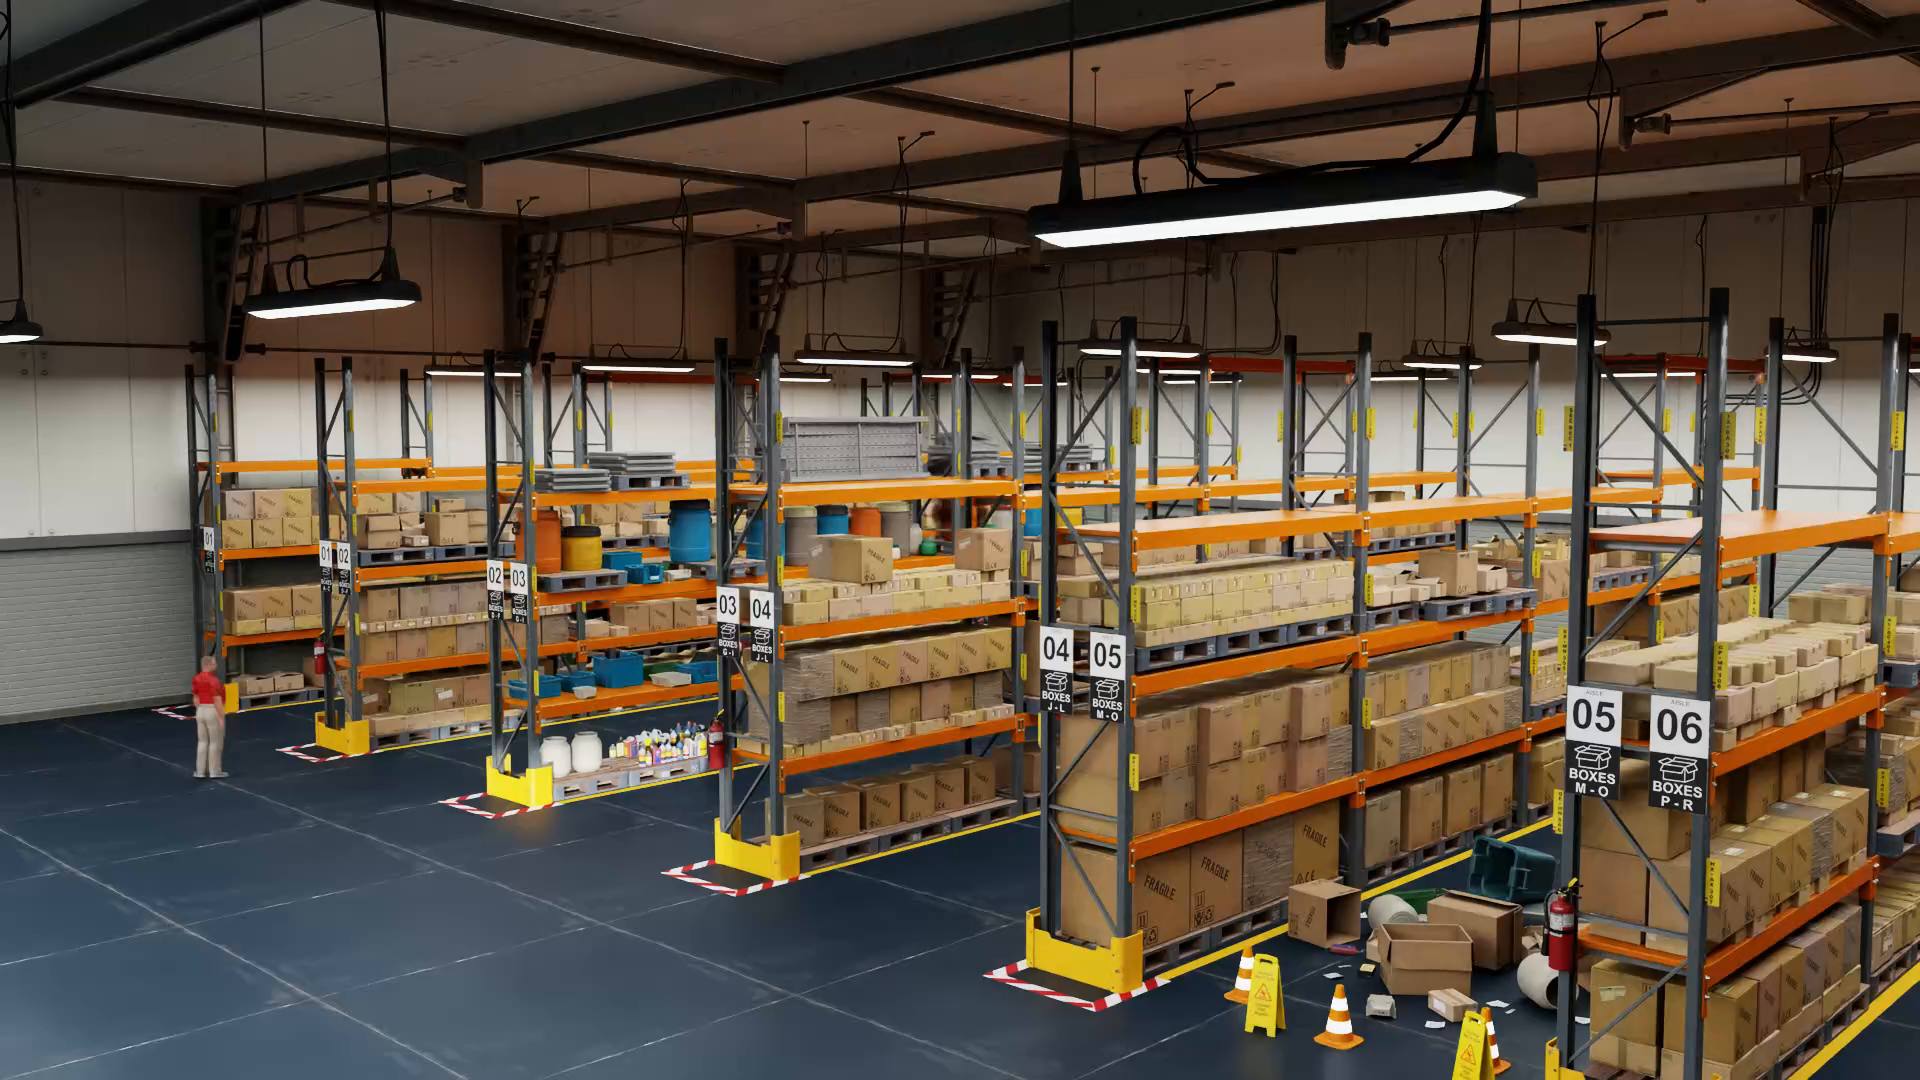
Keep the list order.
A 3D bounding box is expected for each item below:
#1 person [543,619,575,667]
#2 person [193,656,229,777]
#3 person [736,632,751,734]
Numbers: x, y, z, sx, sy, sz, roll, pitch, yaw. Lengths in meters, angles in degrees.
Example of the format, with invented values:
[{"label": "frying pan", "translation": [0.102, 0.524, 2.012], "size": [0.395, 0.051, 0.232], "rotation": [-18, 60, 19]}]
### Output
[{"label": "person", "translation": [-7.306, 1.961, 30.243], "size": [0.620, 1.794, 0.517], "rotation": [-2, 5, -22]}, {"label": "person", "translation": [-10.612, 2.505, 23.536], "size": [0.587, 1.746, 0.409], "rotation": [2, 5, 26]}, {"label": "person", "translation": [-3.409, 2.237, 26.616], "size": [0.592, 1.785, 0.422], "rotation": [-2, 5, -29]}]
